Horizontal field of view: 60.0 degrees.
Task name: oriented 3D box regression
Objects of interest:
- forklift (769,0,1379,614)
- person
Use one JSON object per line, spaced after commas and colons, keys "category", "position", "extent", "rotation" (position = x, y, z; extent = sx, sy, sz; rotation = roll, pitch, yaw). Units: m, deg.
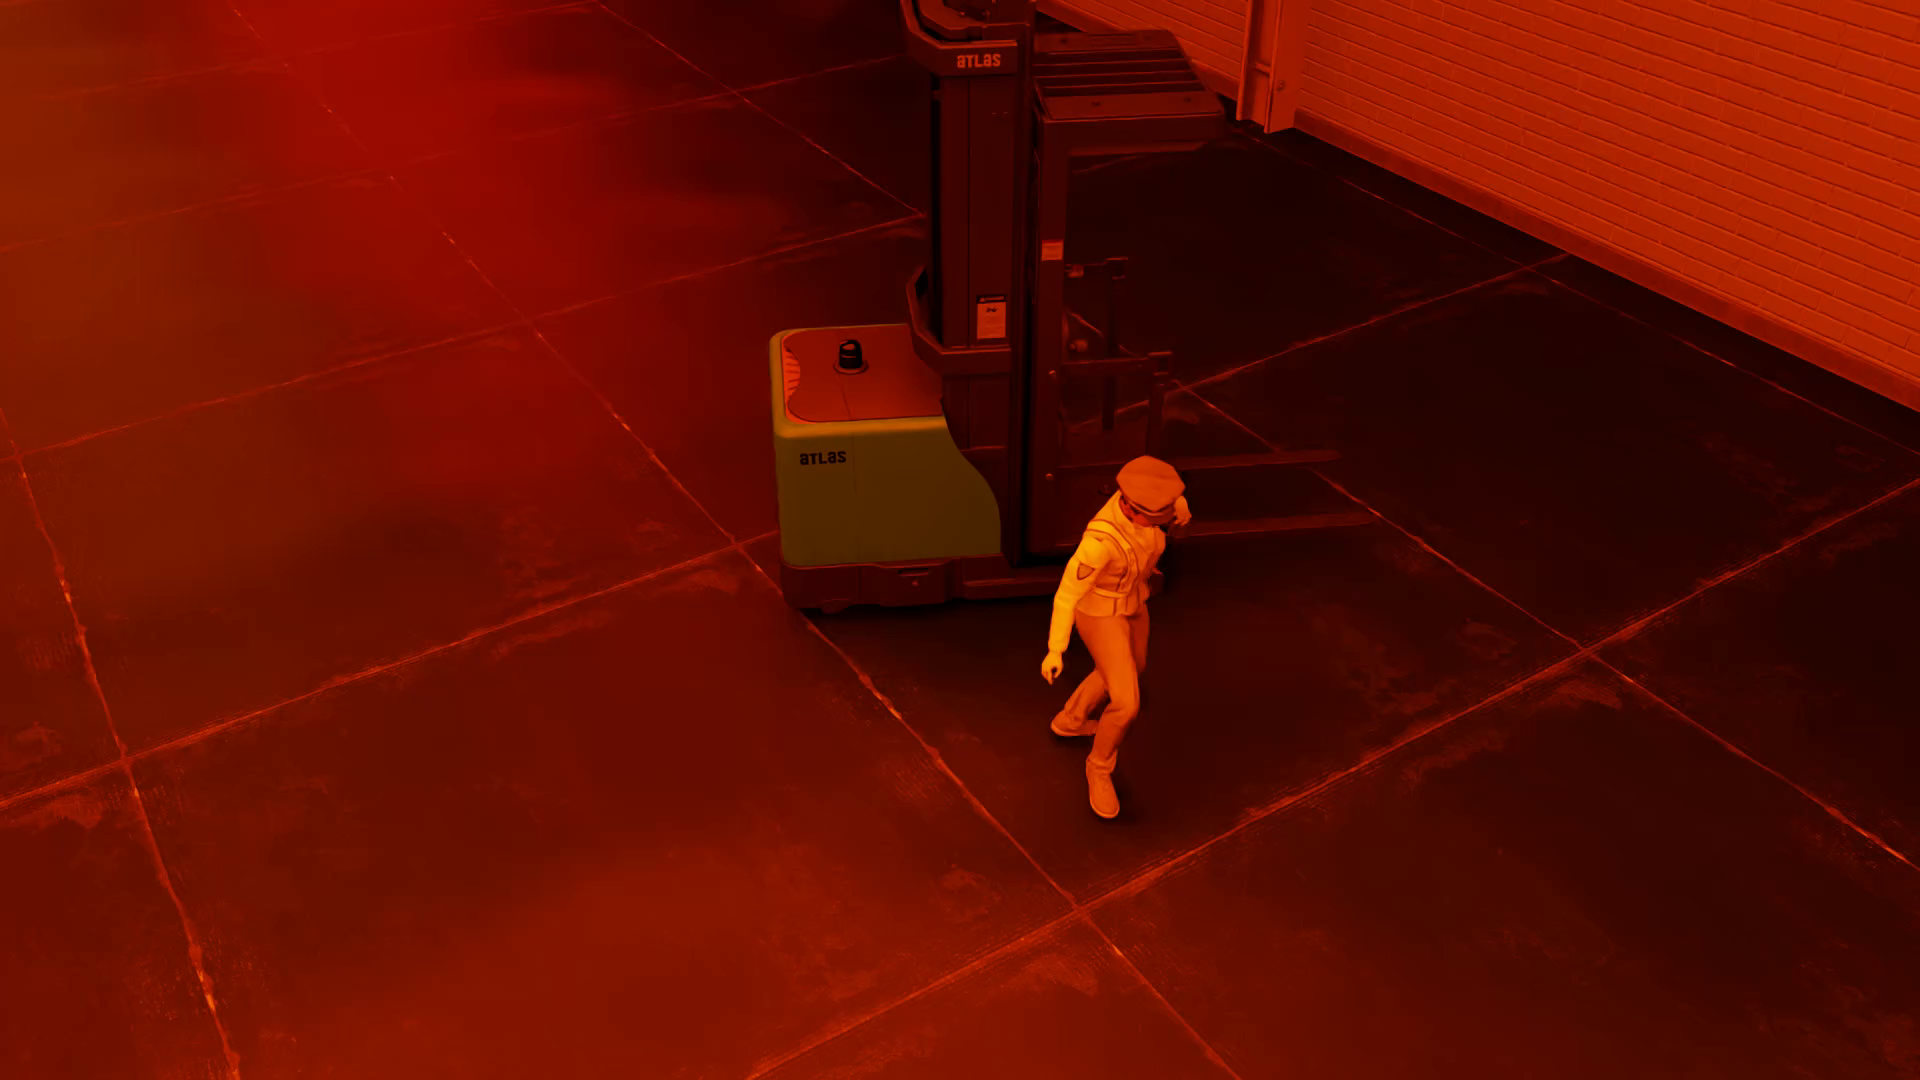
{"category": "forklift", "position": [0.587, -1.201, 7.857], "extent": [3.031, 2.935, 1.130], "rotation": [-4, 35, -5]}
{"category": "person", "position": [0.691, 0.270, 7.005], "extent": [0.544, 1.608, 1.060], "rotation": [19, 39, 25]}
